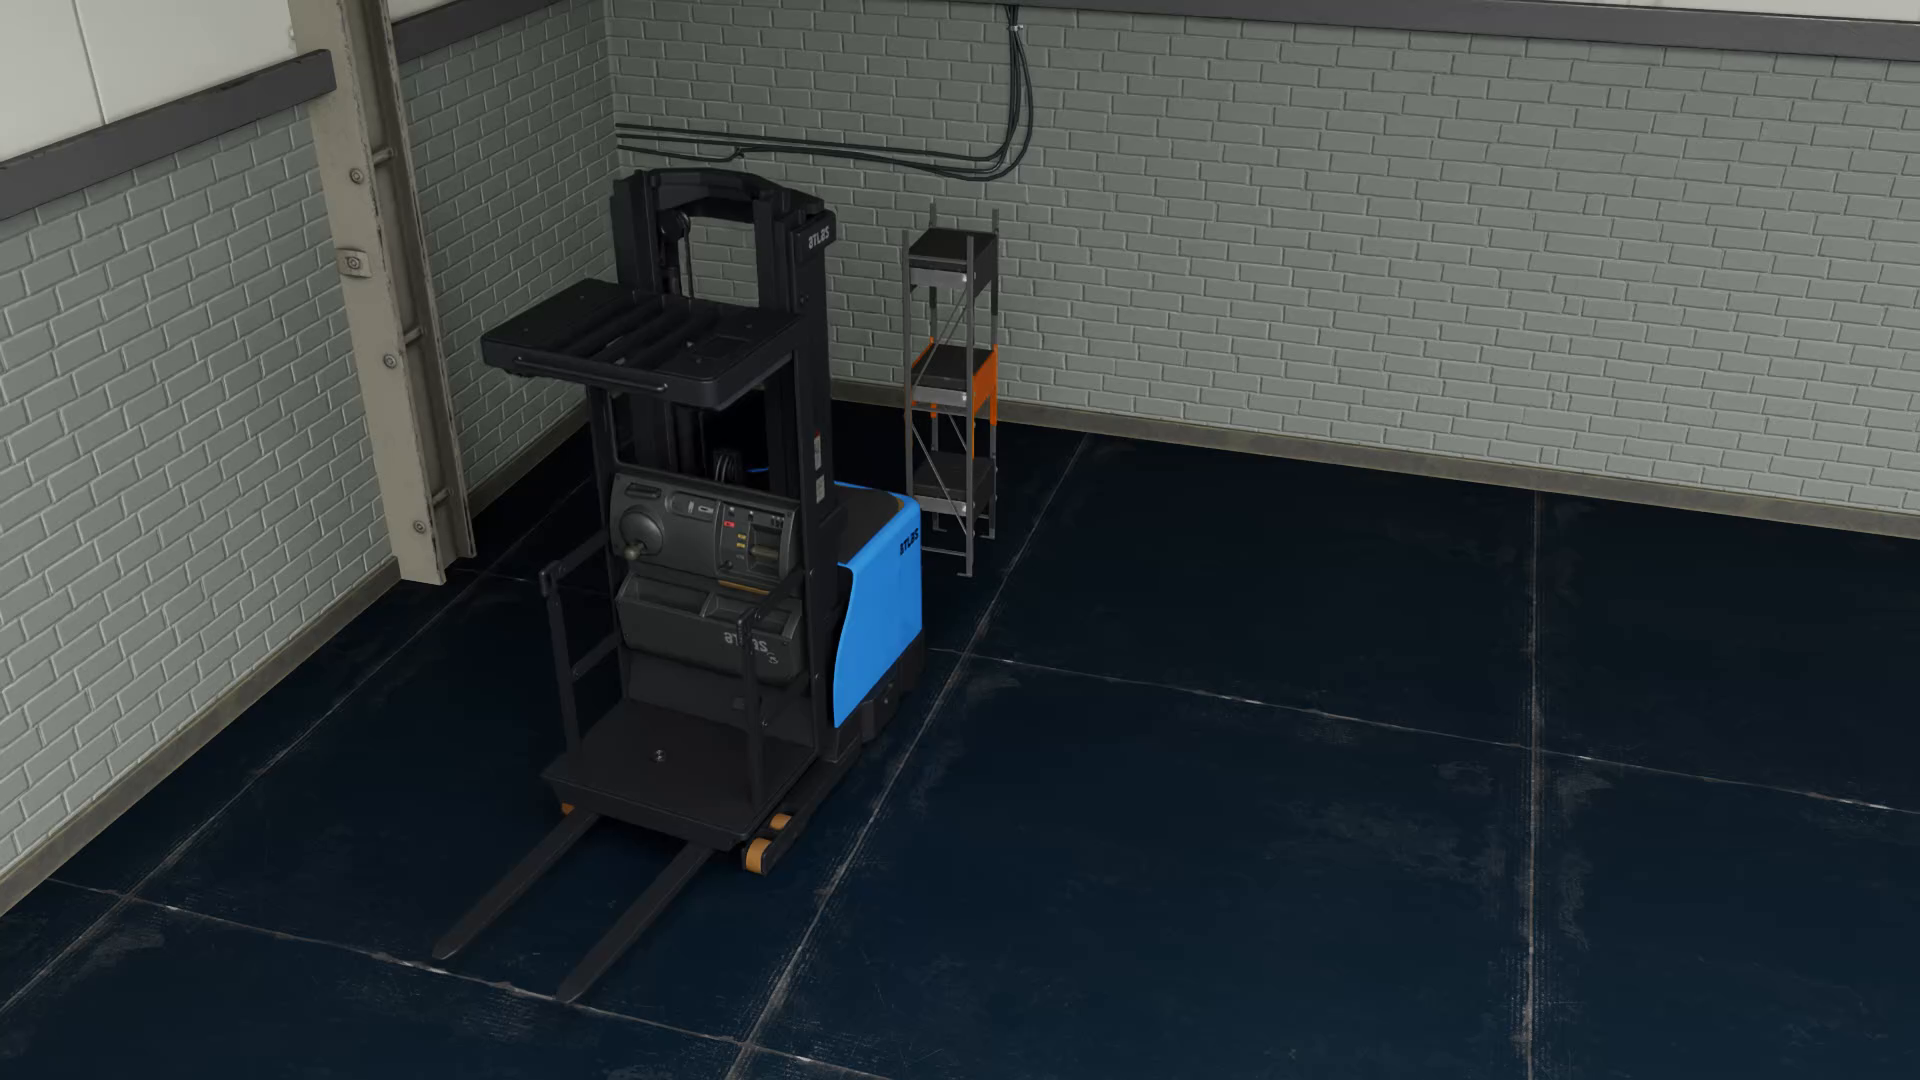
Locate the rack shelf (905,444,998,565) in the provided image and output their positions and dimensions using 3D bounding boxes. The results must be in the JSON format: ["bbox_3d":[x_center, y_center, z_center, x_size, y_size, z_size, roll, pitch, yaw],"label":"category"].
[{"bbox_3d":[-0.049,-0.217,9.983,0.431,0.518,0.480,8,30,15],"label":"rack shelf"}]

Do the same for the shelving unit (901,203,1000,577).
[{"bbox_3d":[-0.049,-0.841,9.636,0.431,2.100,0.503,8,30,15],"label":"shelving unit"}]

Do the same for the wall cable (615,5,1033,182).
[{"bbox_3d":[-1.017,-3.602,10.697,3.097,2.526,0.112,8,30,15],"label":"wall cable"}]

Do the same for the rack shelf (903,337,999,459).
[{"bbox_3d":[-0.049,-0.829,9.643,0.431,0.518,0.480,8,30,15],"label":"rack shelf"}]

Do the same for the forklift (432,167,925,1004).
[{"bbox_3d":[-1.242,0.000,7.269,1.130,2.935,3.031,12,31,21],"label":"forklift"}]

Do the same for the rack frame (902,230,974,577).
[{"bbox_3d":[-0.120,-0.727,9.433,0.400,2.100,0.015,8,30,15],"label":"rack frame"}]

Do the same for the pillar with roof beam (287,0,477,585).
[{"bbox_3d":[0.970,-3.164,6.717,9.100,9.000,0.400,8,30,15],"label":"pillar with roof beam"}]

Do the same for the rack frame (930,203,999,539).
[{"bbox_3d":[0.023,-0.954,9.840,0.400,2.100,0.015,8,30,15],"label":"rack frame"}]

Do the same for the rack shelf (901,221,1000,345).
[{"bbox_3d":[-0.049,-1.440,9.303,0.431,0.518,0.480,8,30,15],"label":"rack shelf"}]
